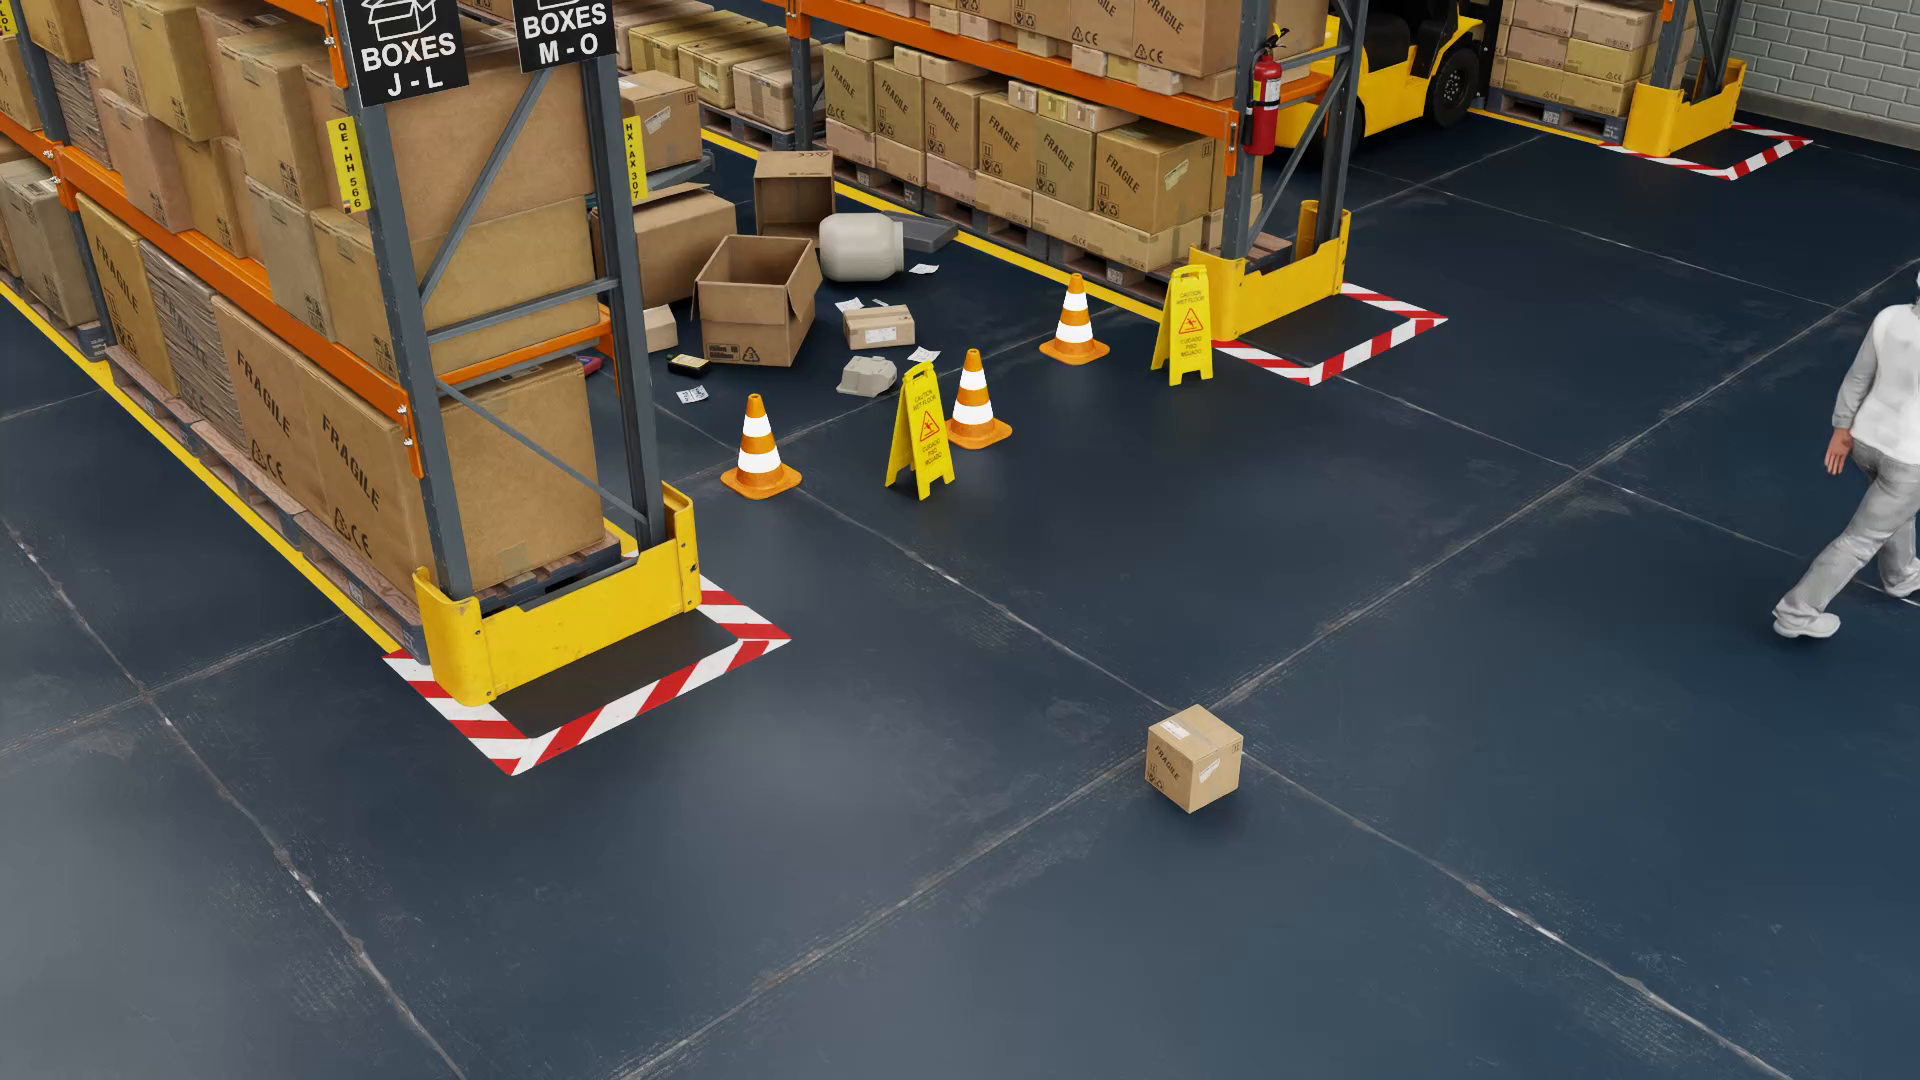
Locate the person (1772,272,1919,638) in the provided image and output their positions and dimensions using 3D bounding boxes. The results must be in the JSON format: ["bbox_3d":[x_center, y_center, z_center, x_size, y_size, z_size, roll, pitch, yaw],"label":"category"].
[{"bbox_3d":[3.918,-0.405,6.757,1.013,1.717,0.537,-7,32,-12],"label":"person"}]
